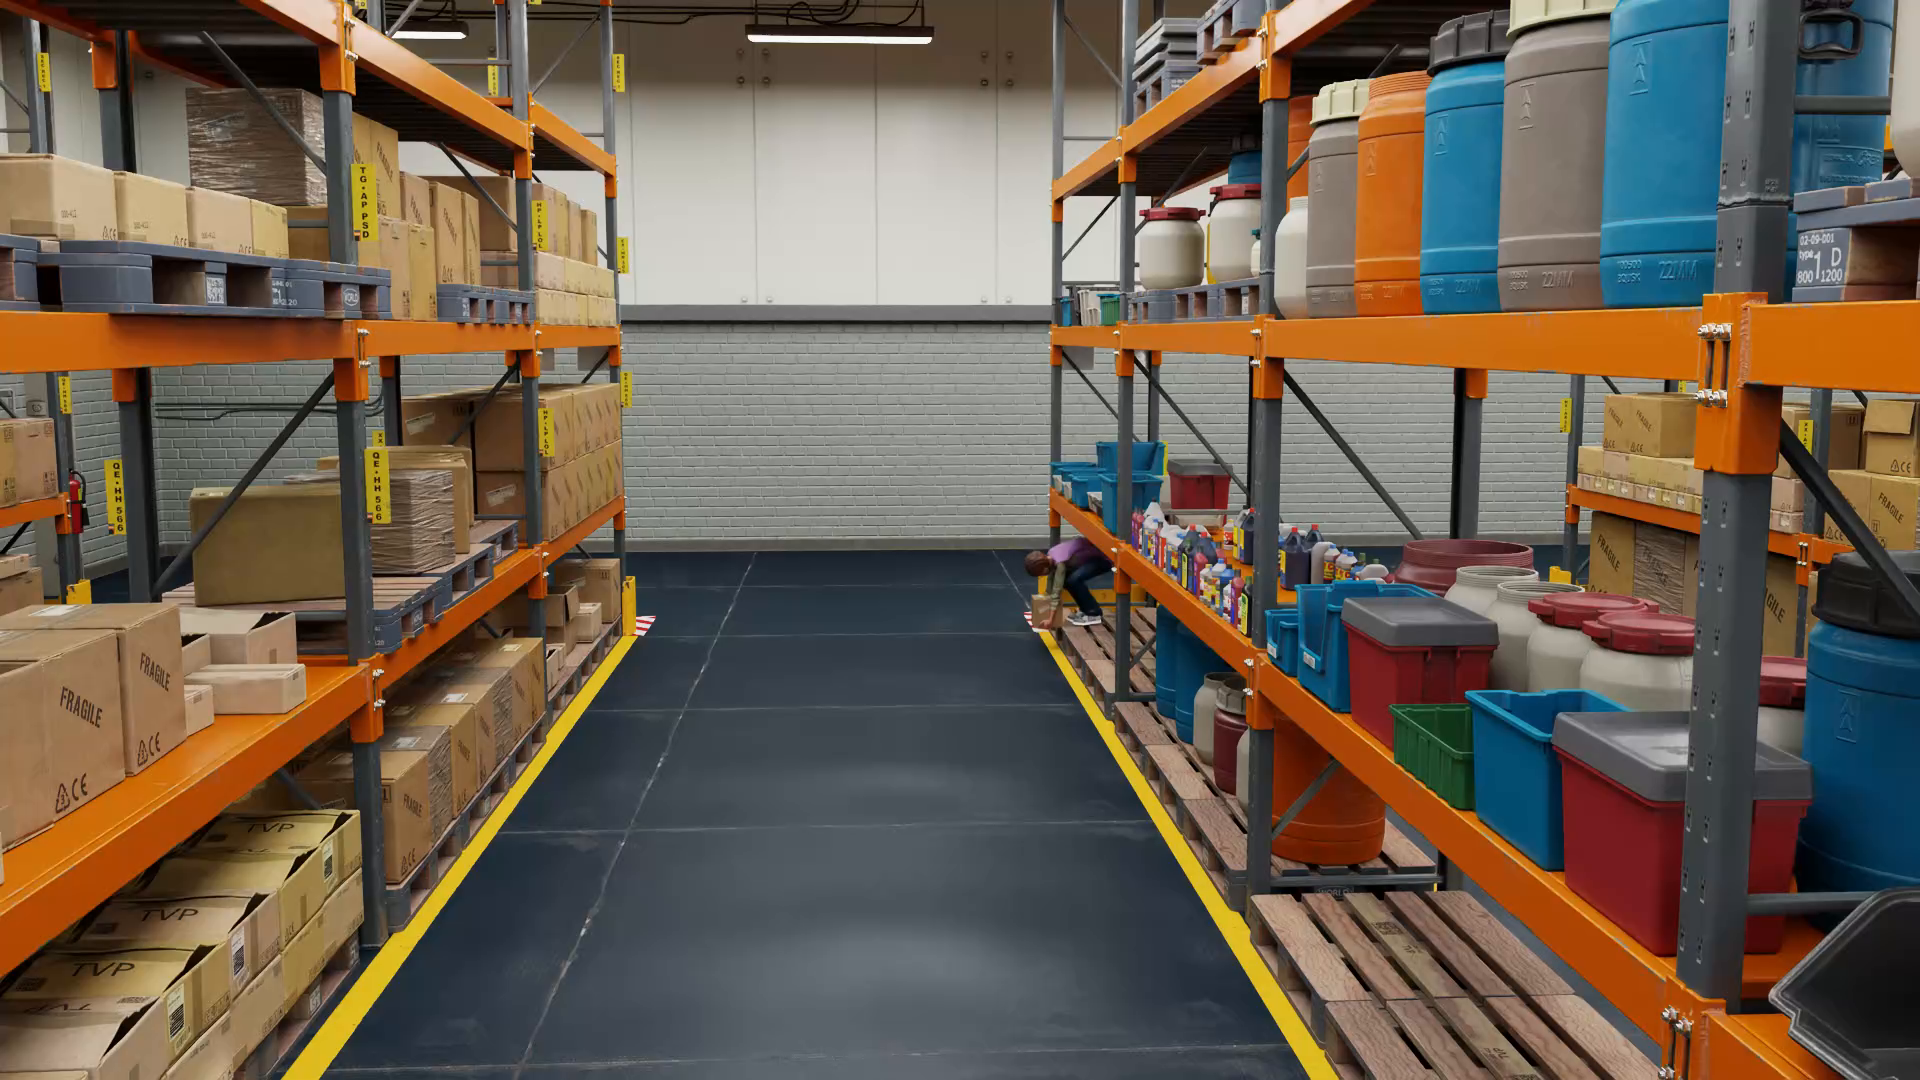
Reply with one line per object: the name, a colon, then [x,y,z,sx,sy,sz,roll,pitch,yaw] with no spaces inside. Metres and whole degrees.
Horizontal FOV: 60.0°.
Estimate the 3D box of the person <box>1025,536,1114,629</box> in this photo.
person: [0.985,0.365,14.577,0.866,0.811,0.423,-1,7,-12]
